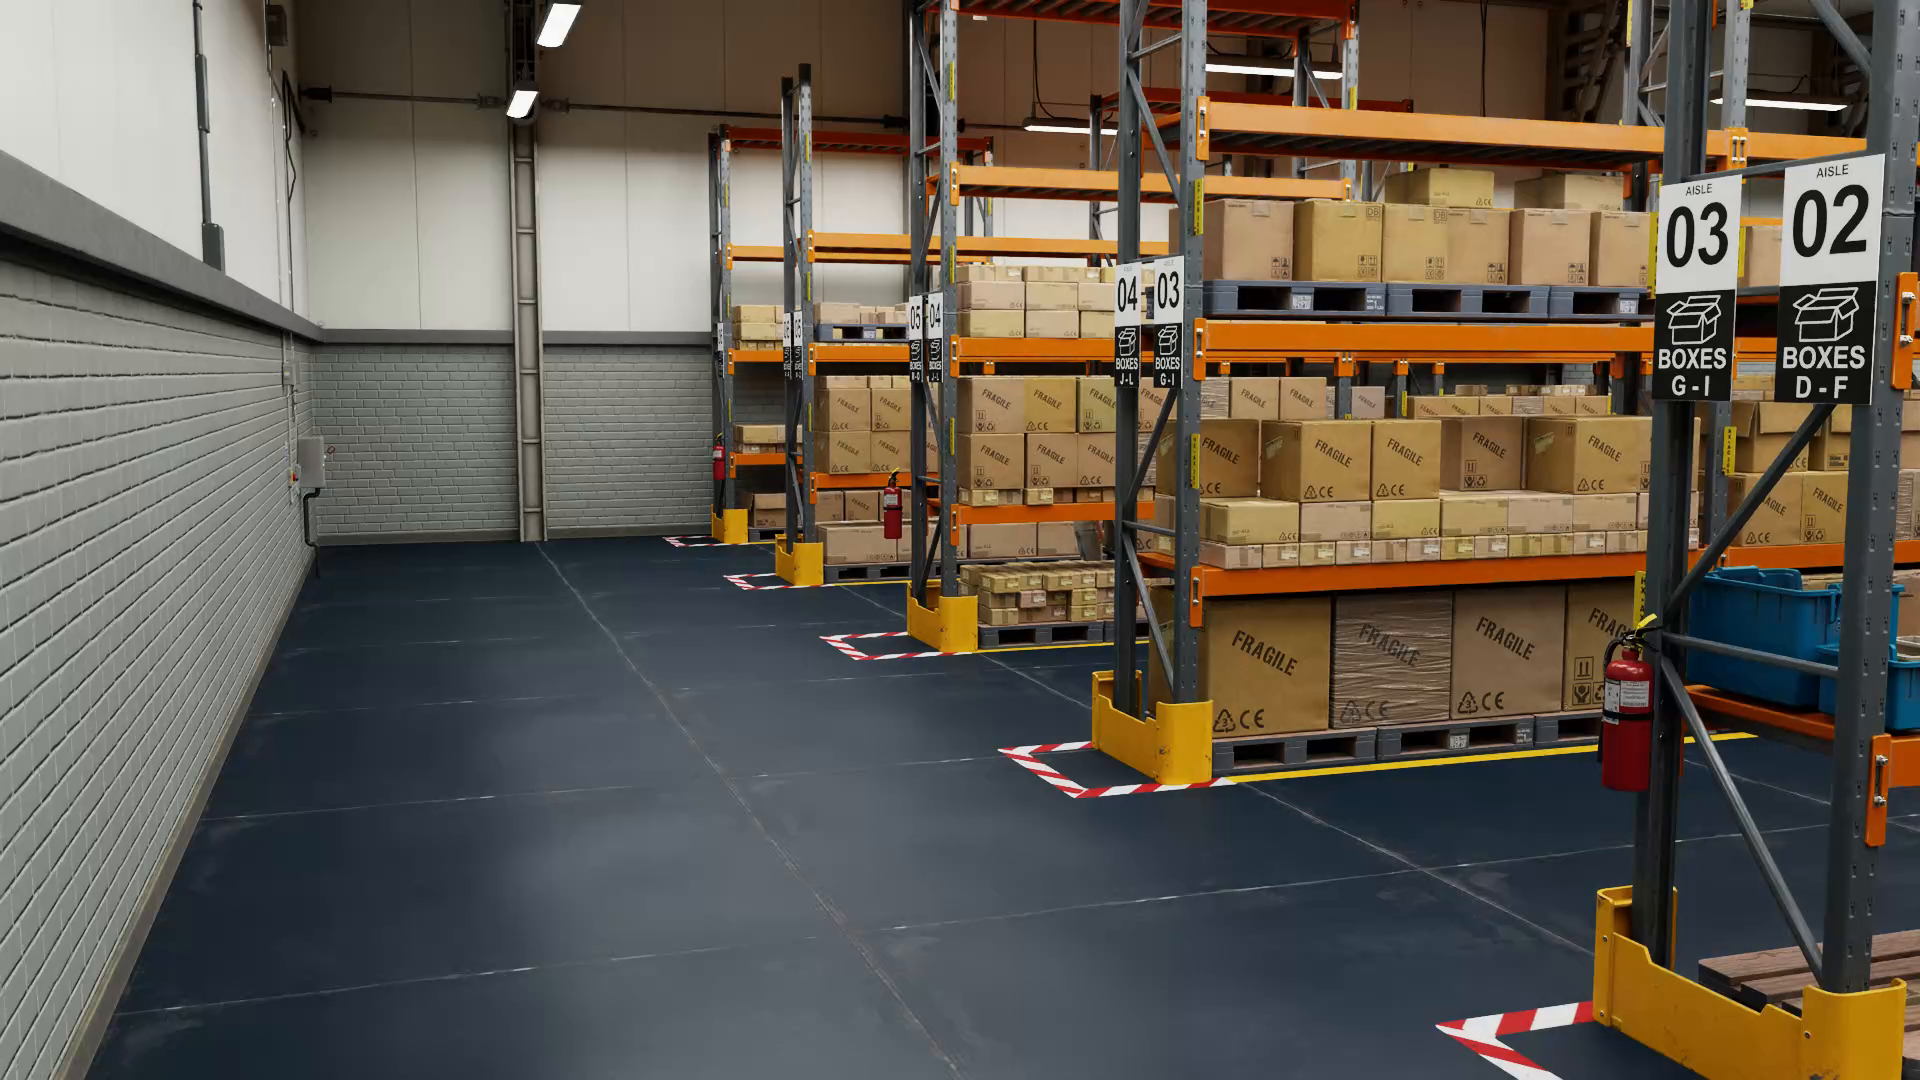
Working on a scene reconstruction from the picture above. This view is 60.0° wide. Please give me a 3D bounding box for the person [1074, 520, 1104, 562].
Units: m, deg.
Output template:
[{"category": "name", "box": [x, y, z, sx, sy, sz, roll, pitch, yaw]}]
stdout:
[{"category": "person", "box": [1.376, -0.095, 17.459, 0.356, 1.673, 0.487, -1, 6, -12]}]
